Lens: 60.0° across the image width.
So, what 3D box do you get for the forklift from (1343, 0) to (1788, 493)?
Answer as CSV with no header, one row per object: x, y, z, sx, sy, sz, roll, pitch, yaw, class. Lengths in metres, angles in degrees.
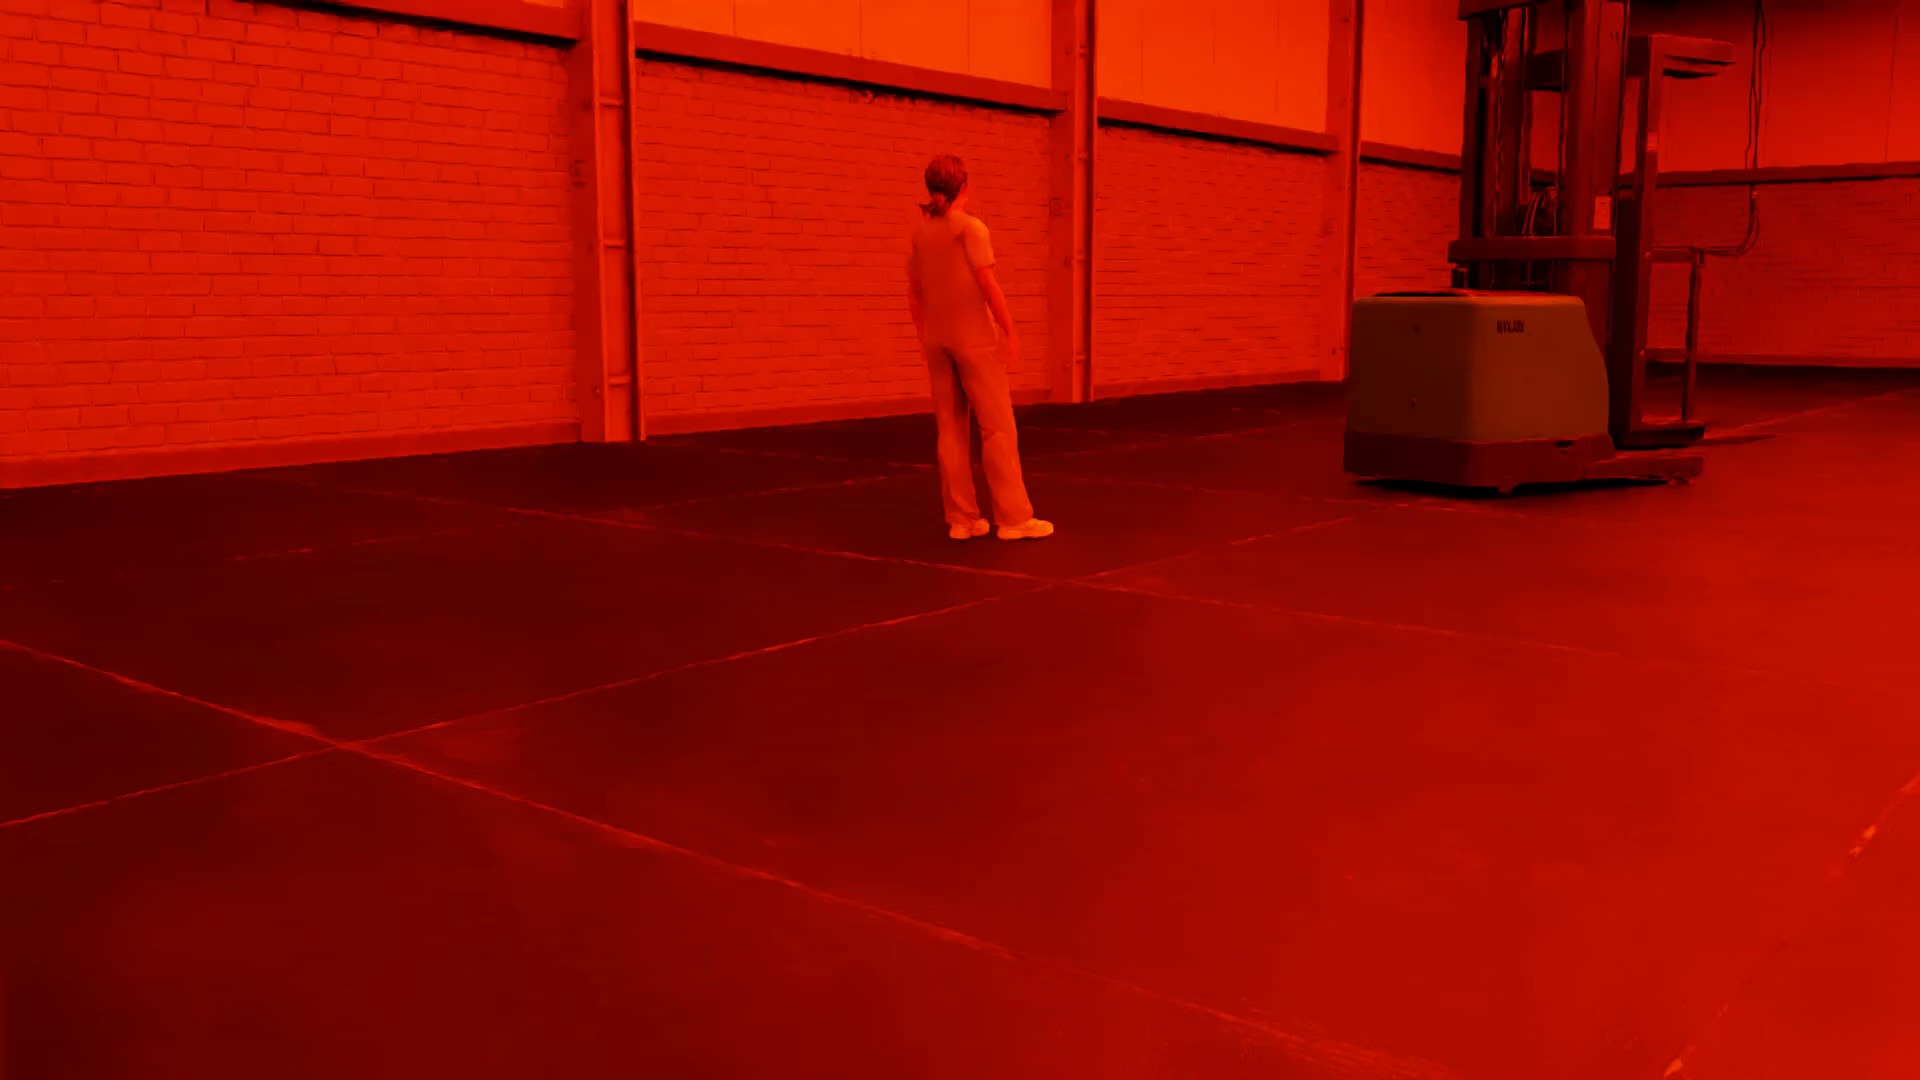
3.756,-1.835,9.819,3.031,2.935,1.130,-5,10,-31,forklift

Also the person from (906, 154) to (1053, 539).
0.057,-0.843,7.331,0.550,1.674,0.548,7,11,38,person
